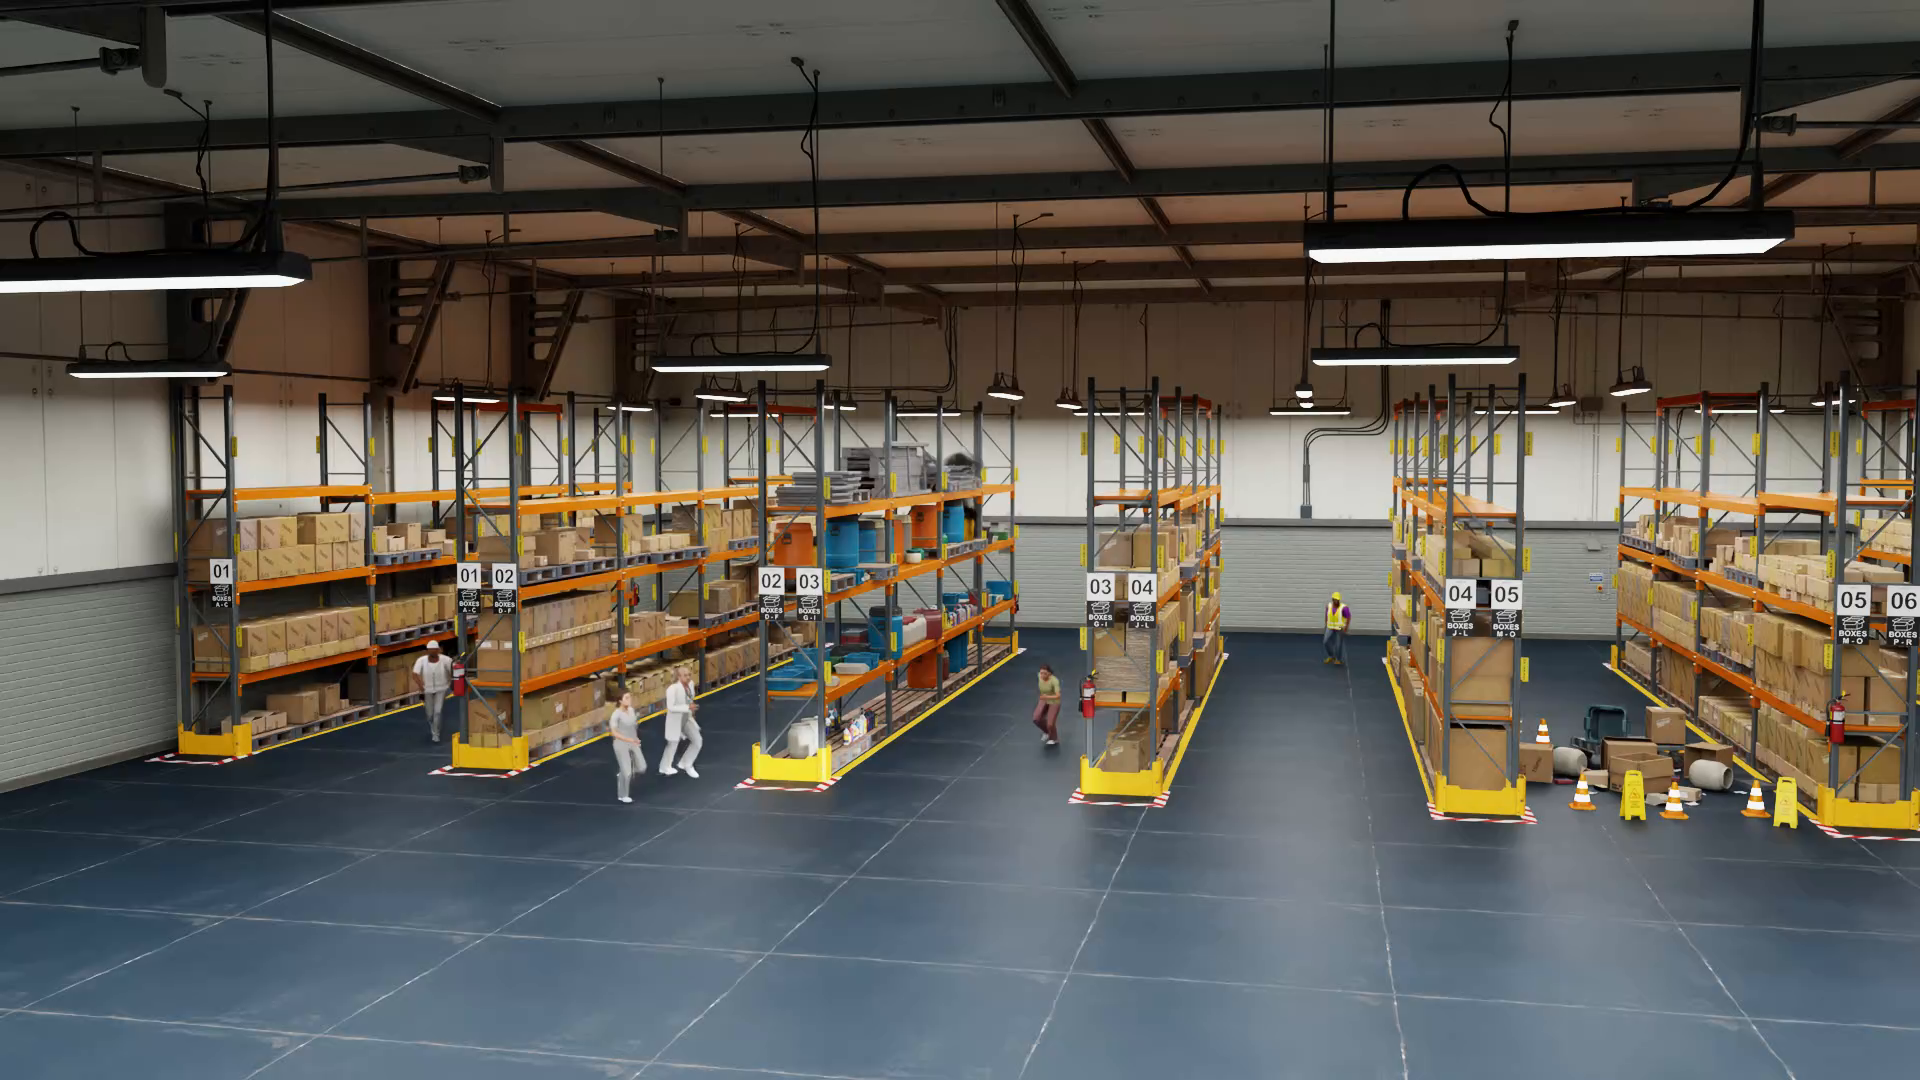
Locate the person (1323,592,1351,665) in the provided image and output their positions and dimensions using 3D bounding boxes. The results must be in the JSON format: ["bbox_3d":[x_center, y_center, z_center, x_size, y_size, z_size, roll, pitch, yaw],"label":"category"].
[{"bbox_3d":[8.568,2.015,37.849,0.695,1.705,0.735,2,4,30],"label":"person"}]

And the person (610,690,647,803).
[{"bbox_3d":[-4.664,2.895,23.297,0.606,1.608,0.545,2,4,38],"label":"person"}]

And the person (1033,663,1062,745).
[{"bbox_3d":[1.466,2.728,27.596,0.596,1.436,0.904,2,4,31],"label":"person"}]

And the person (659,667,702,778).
[{"bbox_3d":[-4.211,2.740,24.989,0.619,1.703,0.984,-3,4,-43],"label":"person"}]

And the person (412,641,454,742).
[{"bbox_3d":[-8.990,2.557,28.454,0.705,1.716,0.788,-1,3,-13],"label":"person"}]
